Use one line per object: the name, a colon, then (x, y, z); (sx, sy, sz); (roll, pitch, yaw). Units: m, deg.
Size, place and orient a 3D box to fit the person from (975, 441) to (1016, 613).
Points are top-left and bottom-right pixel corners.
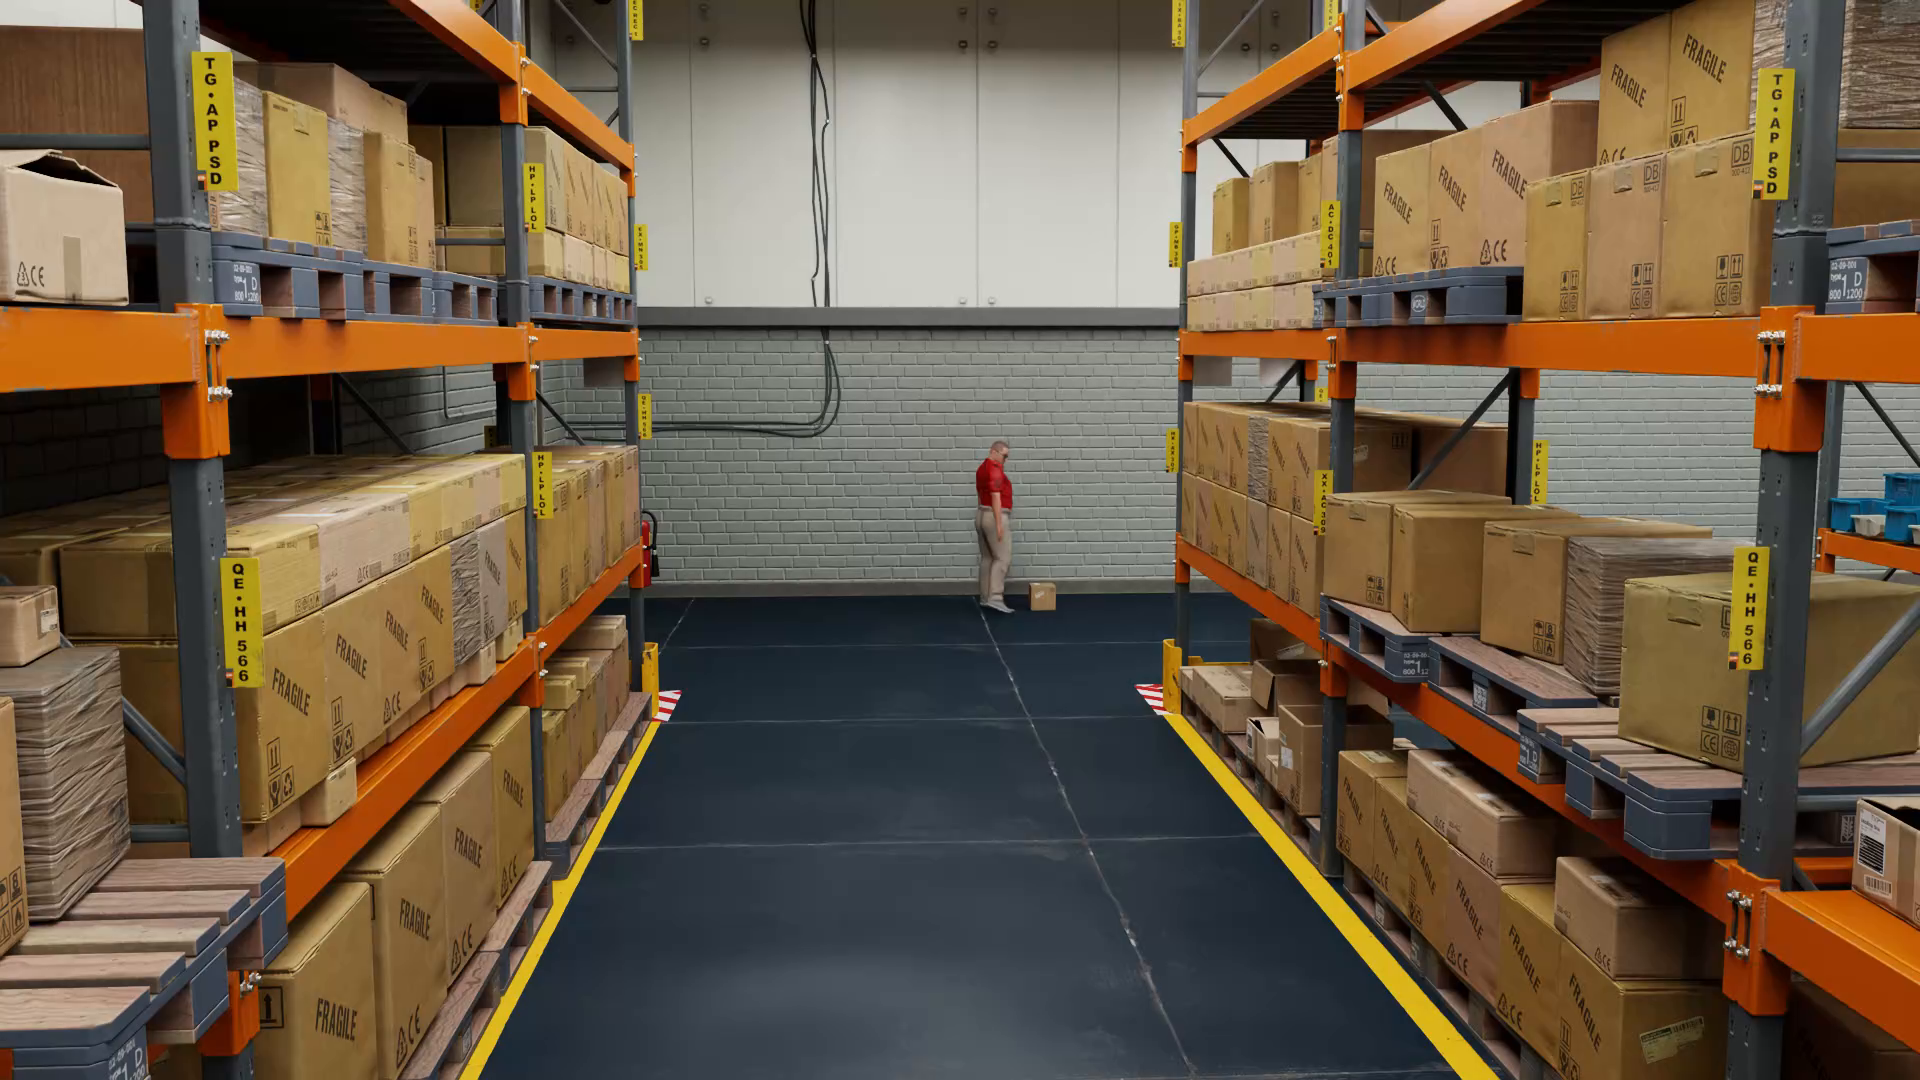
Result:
person: (0.357, -0.135, 17.081); (0.378, 1.756, 0.636); (-3, 7, -24)
